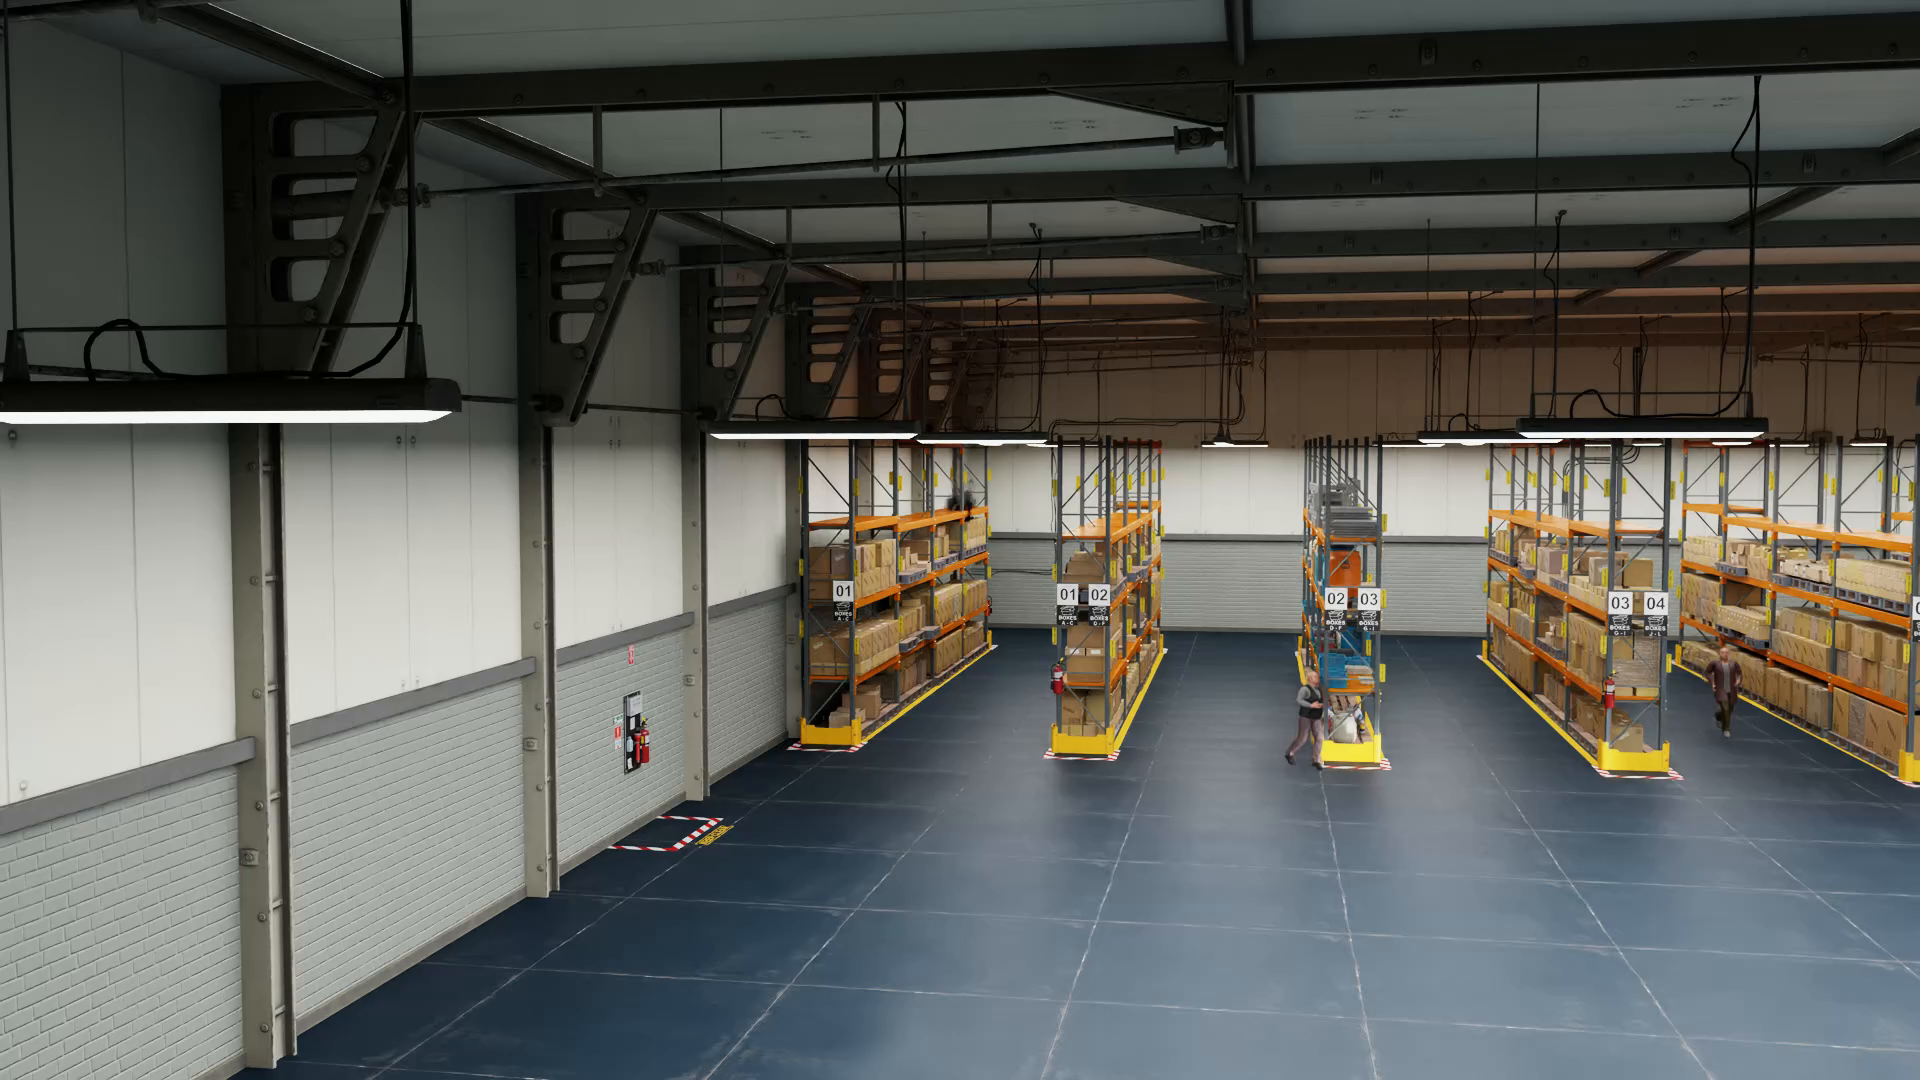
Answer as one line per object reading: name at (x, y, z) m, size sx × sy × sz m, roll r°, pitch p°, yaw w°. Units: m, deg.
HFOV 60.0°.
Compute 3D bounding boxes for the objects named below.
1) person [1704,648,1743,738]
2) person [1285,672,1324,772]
person at (15.361, 3.044, 33.422) m, size 0.704 × 1.775 × 0.858 m, roll 0°, pitch 3°, yaw 8°
person at (6.298, 3.231, 29.895) m, size 0.679 × 1.733 × 0.884 m, roll -2°, pitch 4°, yaw -34°
